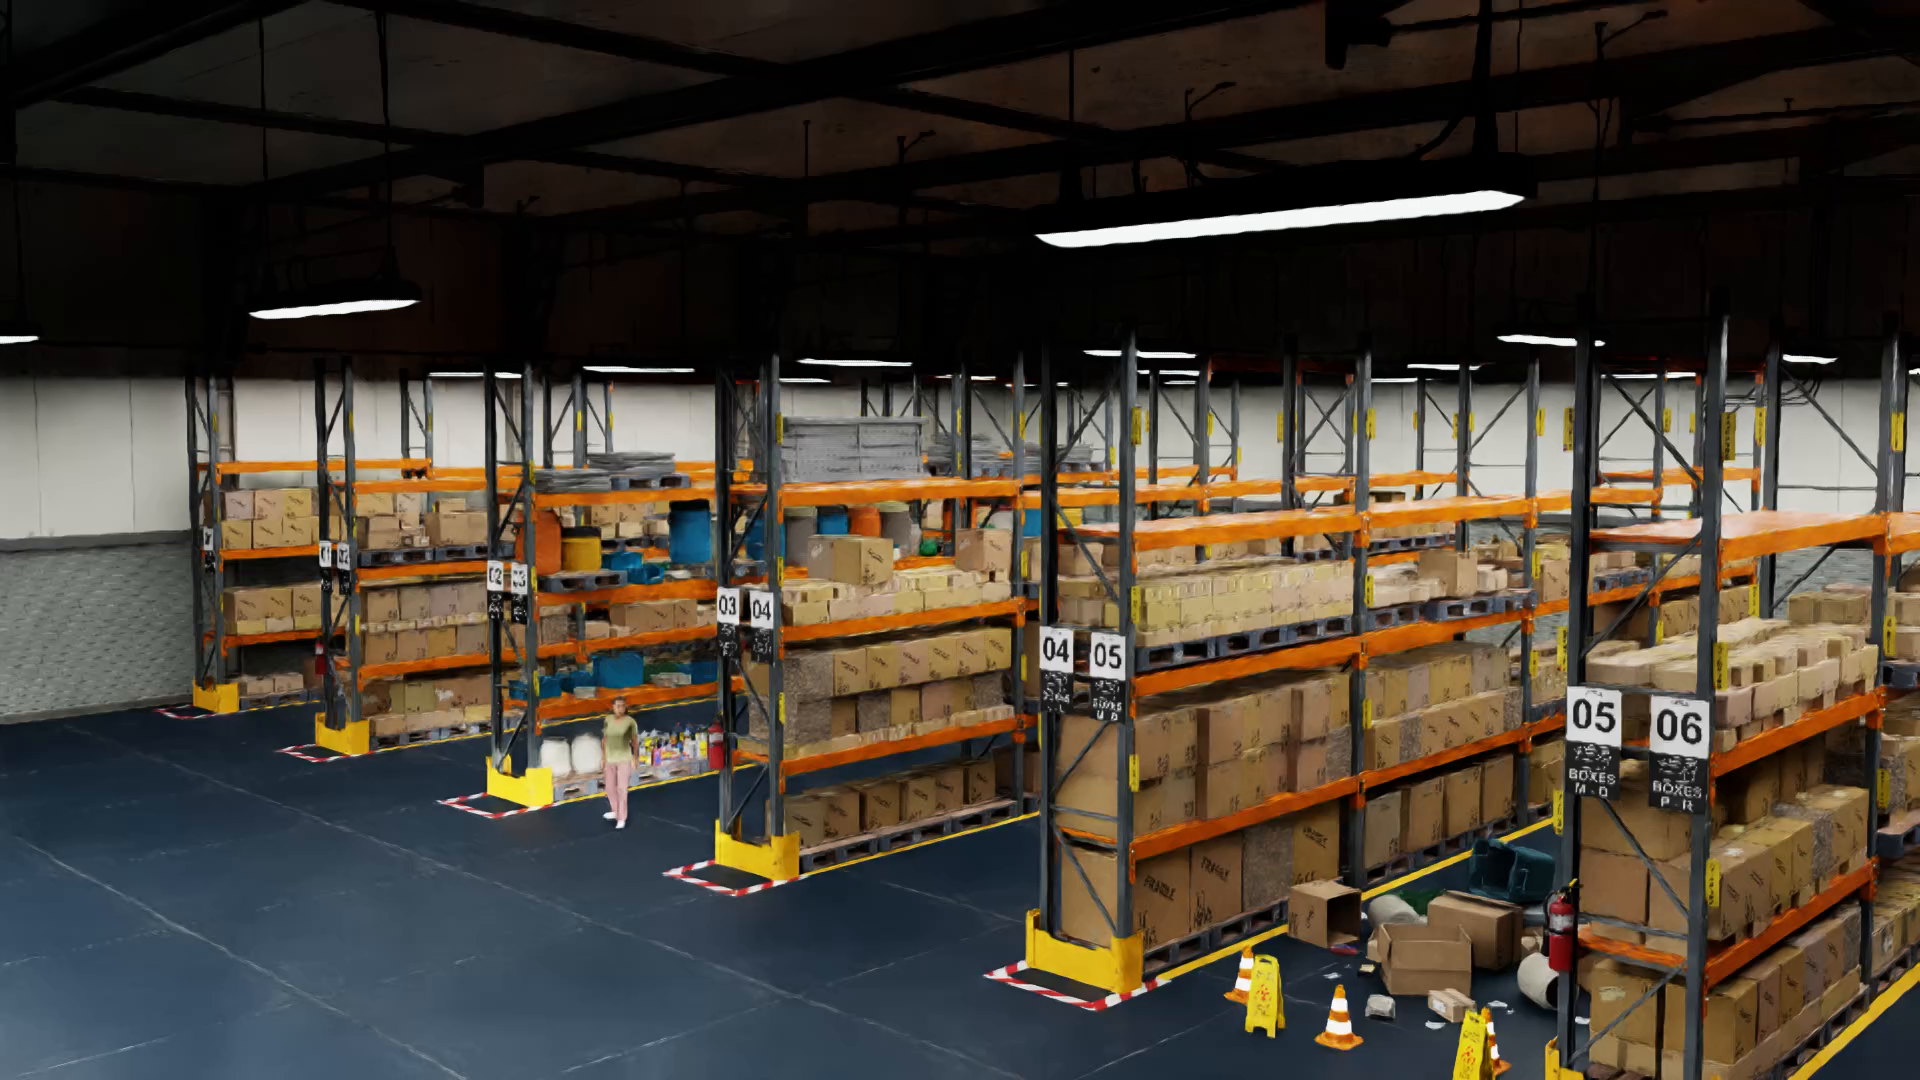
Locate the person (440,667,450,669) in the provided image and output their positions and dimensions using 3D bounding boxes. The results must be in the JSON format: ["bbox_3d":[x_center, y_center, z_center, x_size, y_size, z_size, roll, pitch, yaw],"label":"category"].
[{"bbox_3d":[-8.867,2.232,28.558,0.566,1.508,0.519,4,6,41],"label":"person"}]

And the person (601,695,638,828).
[{"bbox_3d":[-4.267,2.744,20.864,0.500,1.657,0.551,1,4,8],"label":"person"}]
